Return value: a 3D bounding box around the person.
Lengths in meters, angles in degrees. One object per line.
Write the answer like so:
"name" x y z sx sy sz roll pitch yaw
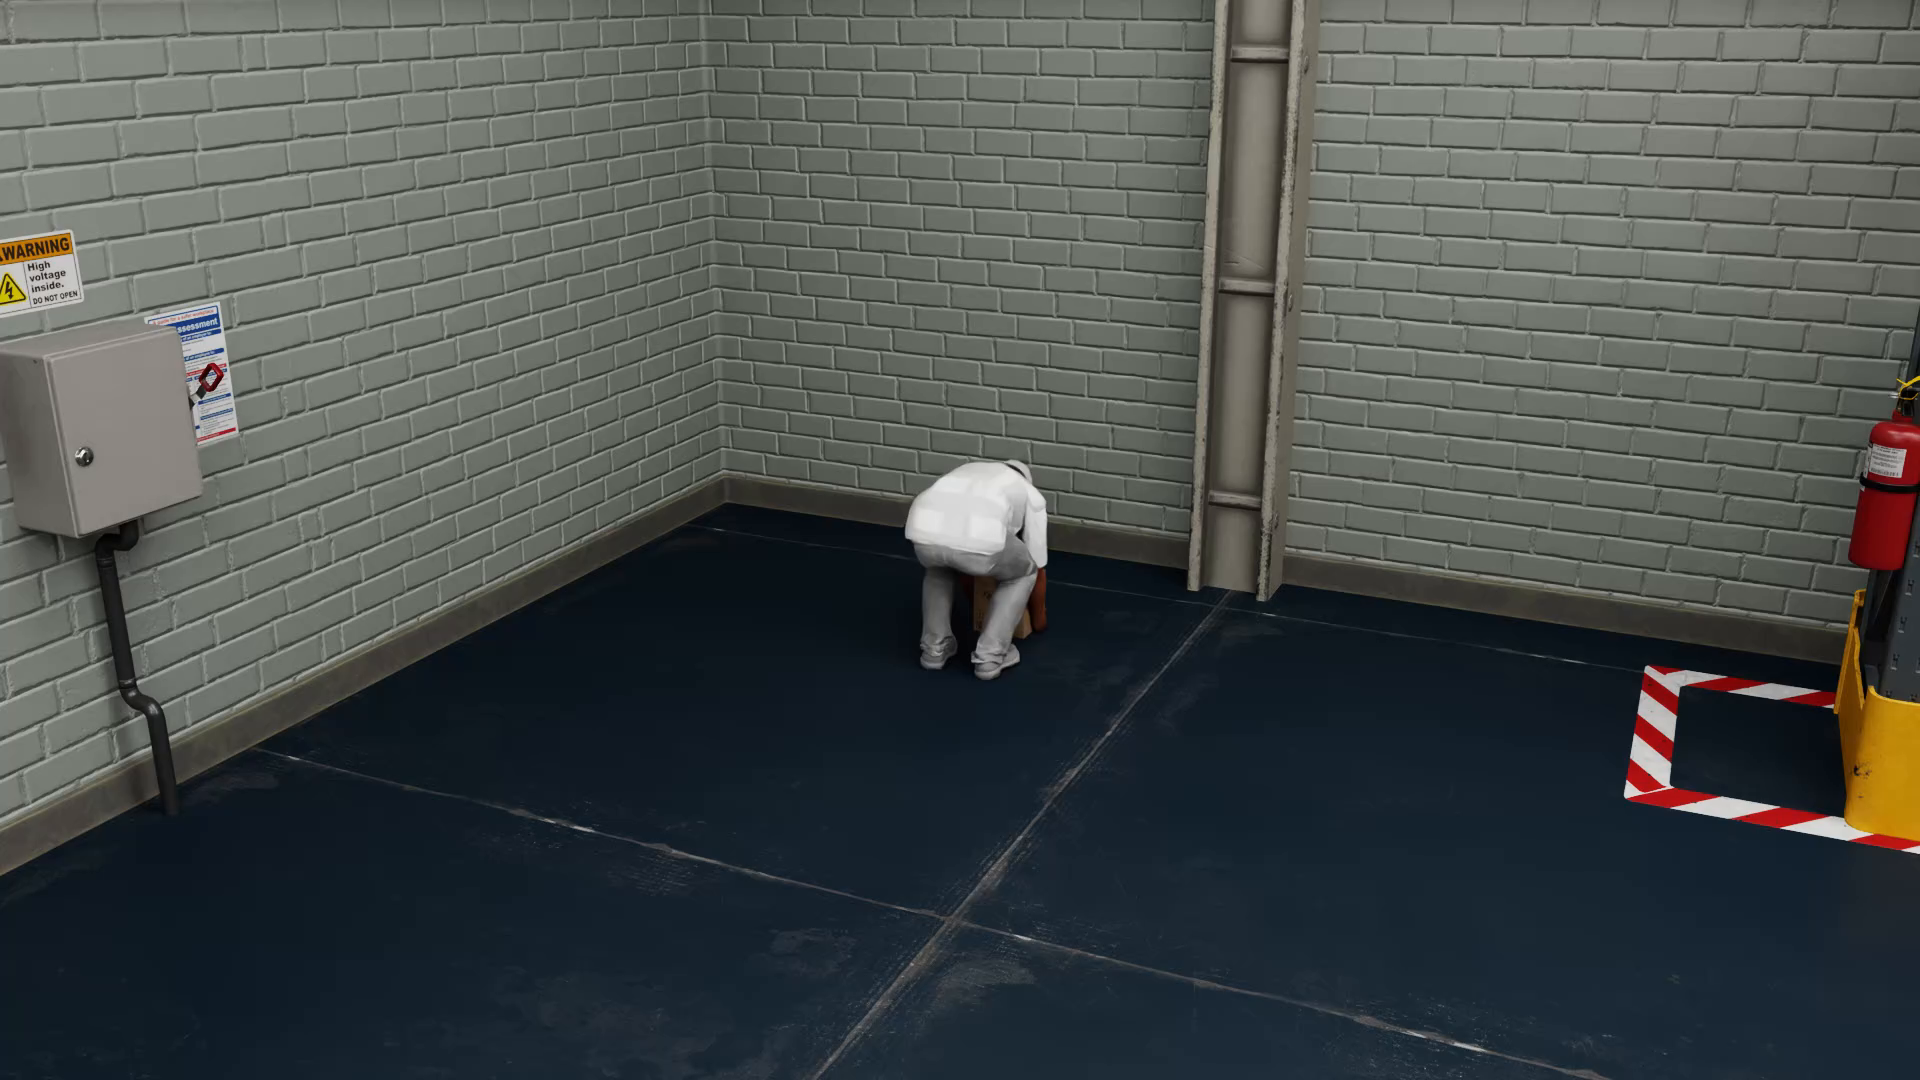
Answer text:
"person" 0.091 0.084 7.210 0.515 0.874 0.980 8 20 21
